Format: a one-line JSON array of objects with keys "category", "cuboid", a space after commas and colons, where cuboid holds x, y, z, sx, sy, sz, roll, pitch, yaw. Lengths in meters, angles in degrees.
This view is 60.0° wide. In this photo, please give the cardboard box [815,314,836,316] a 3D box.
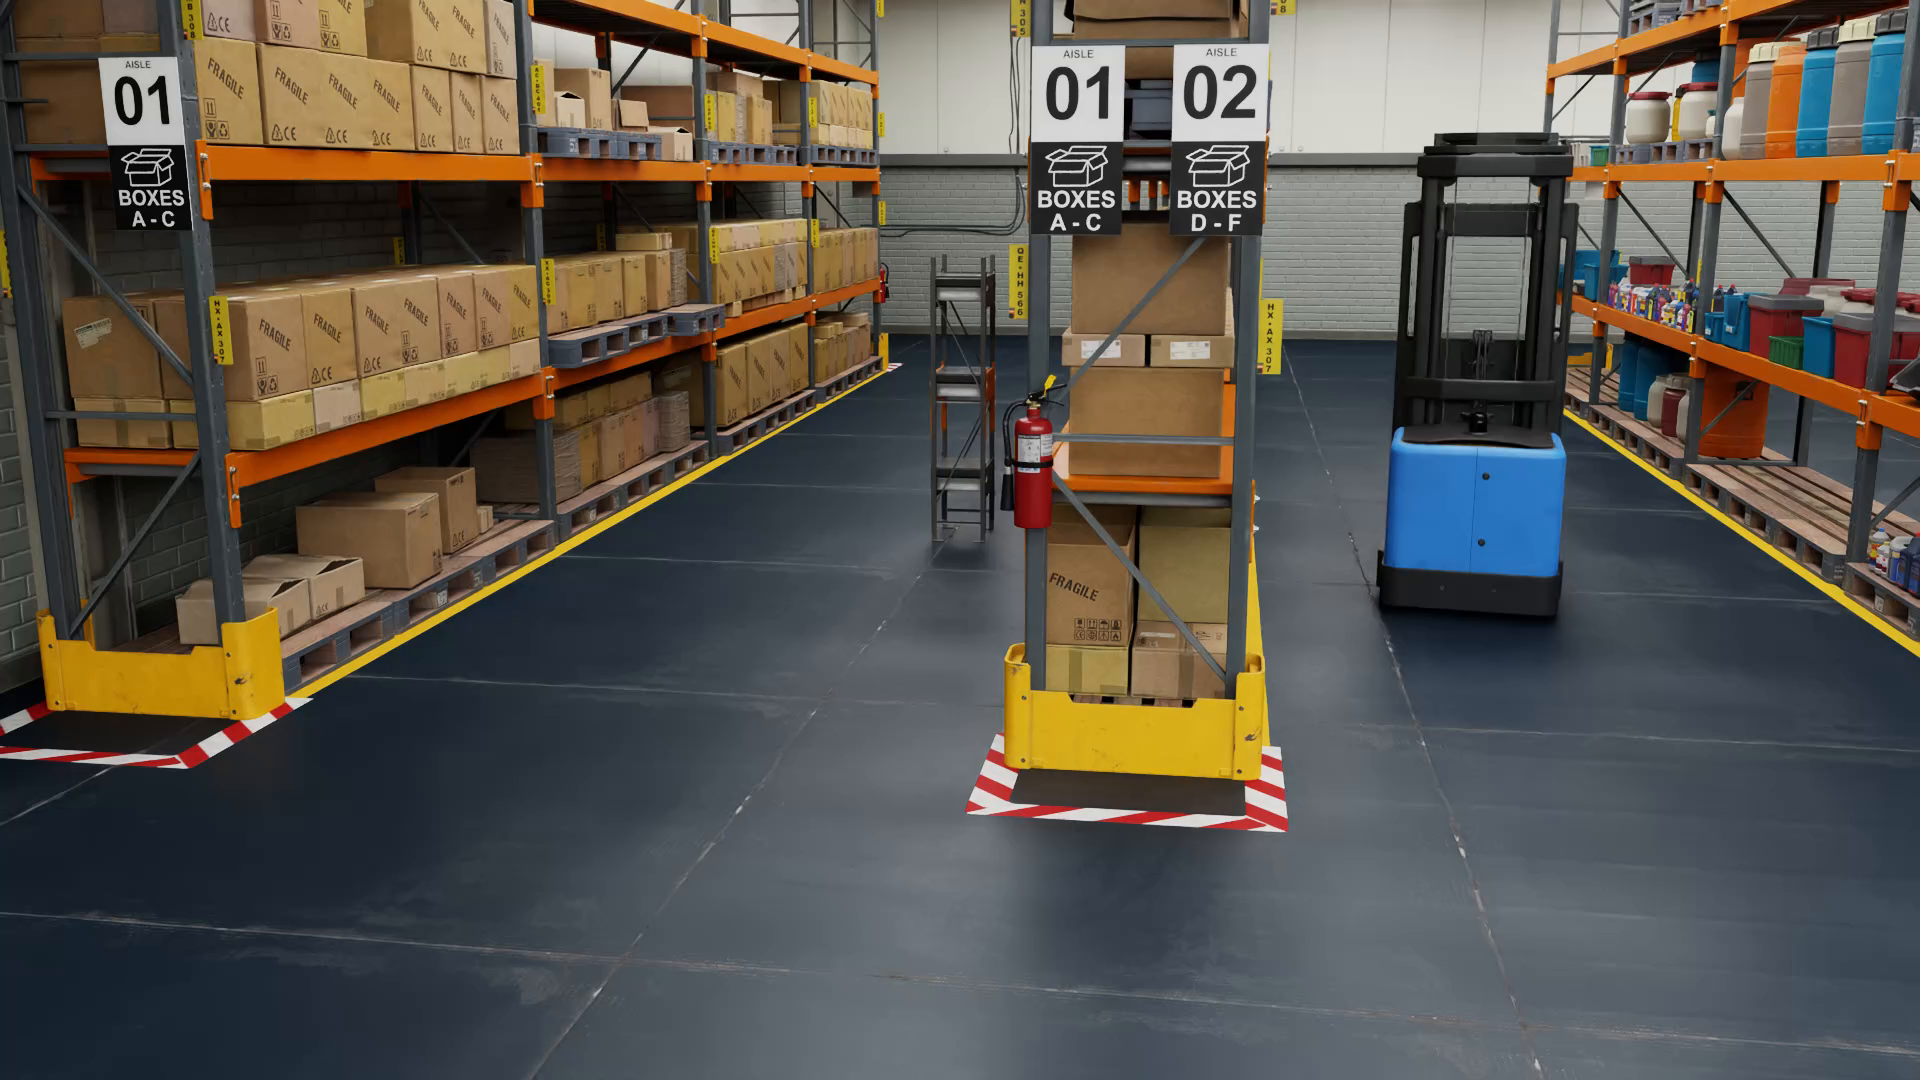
[{"category": "cardboard box", "cuboid": [-1.896, -3.011, 22.744, 0.380, 0.149, 0.250, 2, 12, 9]}]

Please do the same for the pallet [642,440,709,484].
[{"category": "pallet", "cuboid": [-2.984, -0.742, 15.434, 1.003, 0.211, 1.213, 2, 12, 9]}]

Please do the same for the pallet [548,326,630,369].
[{"category": "pallet", "cuboid": [-3.216, -1.496, 12.768, 1.003, 0.211, 1.213, 2, 12, 9]}]

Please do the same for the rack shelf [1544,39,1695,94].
[{"category": "rack shelf", "cuboid": [7.850, -5.581, 19.687, 1.077, 0.370, 4.000, 2, 12, 9]}]

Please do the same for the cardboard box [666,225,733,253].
[{"category": "cardboard box", "cuboid": [-2.533, -2.930, 16.200, 0.500, 0.250, 0.500, 2, 12, 10]}]

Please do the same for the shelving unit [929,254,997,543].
[{"category": "shelving unit", "cuboid": [0.025, -1.061, 12.432, 0.431, 2.100, 0.503, 2, 12, 9]}]

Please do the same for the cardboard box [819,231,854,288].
[{"category": "cardboard box", "cuboid": [-1.928, -3.663, 21.657, 0.980, 0.700, 0.700, 1, 12, 6]}]

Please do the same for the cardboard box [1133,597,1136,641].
[{"category": "cardboard box", "cuboid": [0.658, 0.471, 8.719, 0.500, 0.250, 0.500, 2, 12, 9]}]

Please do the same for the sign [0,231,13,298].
[{"category": "sign", "cuboid": [-4.638, -1.345, 8.115, 0.100, 0.325, 0.005, 2, 12, 9]}]

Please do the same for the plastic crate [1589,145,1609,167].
[{"category": "plastic crate", "cuboid": [7.367, -4.364, 18.898, 0.416, 0.233, 0.300, 2, 12, 9]}]

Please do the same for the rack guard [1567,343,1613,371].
[{"category": "rack guard", "cuboid": [8.148, -2.395, 22.422, 1.175, 0.500, 0.348, 2, 12, 9]}]

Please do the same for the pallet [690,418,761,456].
[{"category": "pallet", "cuboid": [-2.667, -1.066, 16.939, 1.003, 0.211, 1.213, 2, 12, 9]}]

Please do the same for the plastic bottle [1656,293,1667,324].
[{"category": "plastic bottle", "cuboid": [6.743, -2.225, 15.977, 0.061, 0.283, 0.133, 2, 12, 9]}]

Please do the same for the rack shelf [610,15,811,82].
[{"category": "rack shelf", "cuboid": [-2.555, -5.069, 17.313, 1.077, 0.370, 4.000, 2, 12, 9]}]

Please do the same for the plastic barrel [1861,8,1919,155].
[{"category": "plastic barrel", "cuboid": [6.175, -2.938, 10.697, 0.600, 0.901, 0.708, 2, 12, 9]}]

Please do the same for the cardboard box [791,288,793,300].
[{"category": "cardboard box", "cuboid": [-2.119, -2.802, 18.924, 0.380, 0.149, 0.250, 2, 12, 10]}]

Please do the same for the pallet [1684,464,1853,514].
[{"category": "pallet", "cuboid": [6.769, -0.423, 13.957, 1.003, 0.211, 1.213, 2, 12, 9]}]

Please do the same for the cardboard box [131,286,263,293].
[{"category": "cardboard box", "cuboid": [-4.143, -1.115, 9.075, 0.500, 0.500, 0.500, 2, 12, 9]}]

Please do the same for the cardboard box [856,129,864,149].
[{"category": "cardboard box", "cuboid": [-1.561, -5.311, 22.017, 0.500, 0.250, 0.500, 1, 12, 7]}]

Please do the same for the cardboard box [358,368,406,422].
[{"category": "cardboard box", "cuboid": [-3.554, -0.844, 9.600, 0.500, 0.250, 0.500, 2, 12, 8]}]

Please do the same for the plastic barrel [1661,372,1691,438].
[{"category": "plastic barrel", "cuboid": [7.159, -1.311, 16.182, 0.600, 0.588, 0.708, 2, 12, 9]}]

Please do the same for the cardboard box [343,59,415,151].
[{"category": "cardboard box", "cuboid": [-3.539, -2.520, 9.661, 0.500, 0.500, 0.500, 3, 12, 12]}]

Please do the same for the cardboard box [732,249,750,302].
[{"category": "cardboard box", "cuboid": [-2.445, -2.673, 16.786, 0.500, 0.500, 0.500, 2, 12, 11]}]

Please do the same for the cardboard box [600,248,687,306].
[{"category": "cardboard box", "cuboid": [-2.925, -2.433, 15.383, 0.700, 0.500, 0.500, 0, 12, 2]}]

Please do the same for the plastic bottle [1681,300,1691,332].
[{"category": "plastic bottle", "cuboid": [6.603, -2.036, 15.096, 0.061, 0.283, 0.133, 2, 12, 9]}]

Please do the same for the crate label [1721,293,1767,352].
[{"category": "crate label", "cuboid": [6.507, -1.766, 13.483, 0.502, 0.435, 0.616, 2, 12, 9]}]

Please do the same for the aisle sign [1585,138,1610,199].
[{"category": "aisle sign", "cuboid": [8.458, -4.888, 21.885, 0.394, 0.787, 0.004, 2, 12, 9]}]

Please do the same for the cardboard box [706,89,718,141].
[{"category": "cardboard box", "cuboid": [-2.815, -4.213, 16.519, 0.700, 0.500, 0.500, 1, 12, 6]}]

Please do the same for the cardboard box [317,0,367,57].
[{"category": "cardboard box", "cuboid": [-3.599, -2.898, 9.043, 0.500, 0.500, 0.500, 2, 12, 10]}]

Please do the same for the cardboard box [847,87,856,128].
[{"category": "cardboard box", "cuboid": [-1.635, -5.573, 21.454, 0.500, 0.500, 0.500, 1, 12, 6]}]

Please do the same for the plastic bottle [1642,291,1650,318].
[{"category": "plastic bottle", "cuboid": [6.856, -2.348, 16.573, 0.097, 0.271, 0.097, 0, 12, 0]}]

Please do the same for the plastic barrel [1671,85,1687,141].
[{"category": "plastic barrel", "cuboid": [7.602, -4.346, 16.977, 0.600, 0.588, 0.600, 0, 12, 0]}]

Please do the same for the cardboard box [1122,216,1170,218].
[{"category": "cardboard box", "cuboid": [1.047, -1.448, 8.775, 0.700, 0.500, 0.500, 2, 12, 9]}]

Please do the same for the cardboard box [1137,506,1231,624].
[{"category": "cardboard box", "cuboid": [1.180, 0.121, 8.561, 0.500, 0.500, 0.500, 2, 12, 9]}]

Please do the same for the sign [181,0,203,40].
[{"category": "sign", "cuboid": [-3.557, -2.478, 7.678, 0.100, 0.325, 0.005, 2, 12, 9]}]

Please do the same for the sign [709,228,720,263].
[{"category": "sign", "cuboid": [-2.325, -2.779, 15.709, 0.100, 0.325, 0.005, 2, 12, 9]}]

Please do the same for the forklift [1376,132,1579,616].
[{"category": "forklift", "cuboid": [3.524, -1.236, 11.269, 1.130, 2.935, 3.031, 4, 13, 16]}]

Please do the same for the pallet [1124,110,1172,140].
[{"category": "pallet", "cuboid": [1.122, -2.267, 8.981, 1.003, 0.211, 1.213, 2, 12, 9]}]

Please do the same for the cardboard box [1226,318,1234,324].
[{"category": "cardboard box", "cuboid": [1.194, -1.043, 8.434, 0.380, 0.149, 0.250, 2, 12, 8]}]

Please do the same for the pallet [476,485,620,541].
[{"category": "pallet", "cuboid": [-3.359, -0.234, 13.078, 1.003, 0.211, 1.213, 2, 12, 9]}]

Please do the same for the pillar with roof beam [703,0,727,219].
[{"category": "pillar with roof beam", "cuboid": [1.260, -6.067, 19.286, 9.100, 9.000, 0.400, 2, 12, 9]}]

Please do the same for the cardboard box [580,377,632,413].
[{"category": "cardboard box", "cuboid": [-3.145, -1.252, 14.291, 0.500, 0.250, 0.500, 2, 12, 8]}]

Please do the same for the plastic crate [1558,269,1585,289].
[{"category": "plastic crate", "cuboid": [7.591, -3.245, 20.684, 0.416, 0.233, 0.300, 2, 12, 9]}]

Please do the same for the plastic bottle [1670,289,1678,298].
[{"category": "plastic bottle", "cuboid": [7.675, -2.590, 17.862, 0.097, 0.201, 0.097, 0, 12, 0]}]

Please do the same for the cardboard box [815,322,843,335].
[{"category": "cardboard box", "cuboid": [-1.718, -2.727, 21.424, 0.380, 0.149, 0.250, 2, 12, 7]}]

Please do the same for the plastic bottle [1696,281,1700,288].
[{"category": "plastic bottle", "cuboid": [7.724, -2.553, 17.338, 0.144, 0.351, 0.185, 2, 12, 9]}]

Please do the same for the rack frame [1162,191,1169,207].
[{"category": "rack frame", "cuboid": [3.263, -3.773, 22.882, 1.000, 3.000, 0.127, 2, 12, 9]}]

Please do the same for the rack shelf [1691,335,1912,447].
[{"category": "rack shelf", "cuboid": [6.619, -1.179, 12.550, 1.077, 0.370, 4.000, 2, 12, 9]}]

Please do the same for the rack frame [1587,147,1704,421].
[{"category": "rack frame", "cuboid": [7.542, -2.779, 18.269, 1.000, 3.000, 0.127, 2, 12, 9]}]

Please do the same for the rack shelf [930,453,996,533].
[{"category": "rack shelf", "cuboid": [0.025, -0.363, 12.582, 0.431, 0.518, 0.480, 2, 12, 9]}]

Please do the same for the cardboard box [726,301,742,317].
[{"category": "cardboard box", "cuboid": [-2.411, -2.320, 16.689, 0.380, 0.149, 0.250, 2, 12, 10]}]

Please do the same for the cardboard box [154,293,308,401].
[{"category": "cardboard box", "cuboid": [-3.722, -0.995, 8.518, 0.500, 0.500, 0.500, 2, 12, 9]}]

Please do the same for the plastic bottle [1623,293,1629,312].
[{"category": "plastic bottle", "cuboid": [6.978, -2.478, 17.345, 0.097, 0.201, 0.097, 0, 12, 0]}]

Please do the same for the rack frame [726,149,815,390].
[{"category": "rack frame", "cuboid": [-2.247, -3.100, 19.759, 1.000, 3.000, 0.127, 2, 12, 9]}]

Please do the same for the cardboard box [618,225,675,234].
[{"category": "cardboard box", "cuboid": [-3.049, -2.941, 16.249, 0.500, 0.250, 0.500, 2, 12, 10]}]

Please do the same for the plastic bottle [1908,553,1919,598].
[{"category": "plastic bottle", "cuboid": [5.748, 0.160, 9.875, 0.144, 0.351, 0.185, 1, 12, 6]}]

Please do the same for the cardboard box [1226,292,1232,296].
[{"category": "cardboard box", "cuboid": [1.510, -1.472, 10.425, 0.380, 0.149, 0.250, 2, 12, 7]}]
